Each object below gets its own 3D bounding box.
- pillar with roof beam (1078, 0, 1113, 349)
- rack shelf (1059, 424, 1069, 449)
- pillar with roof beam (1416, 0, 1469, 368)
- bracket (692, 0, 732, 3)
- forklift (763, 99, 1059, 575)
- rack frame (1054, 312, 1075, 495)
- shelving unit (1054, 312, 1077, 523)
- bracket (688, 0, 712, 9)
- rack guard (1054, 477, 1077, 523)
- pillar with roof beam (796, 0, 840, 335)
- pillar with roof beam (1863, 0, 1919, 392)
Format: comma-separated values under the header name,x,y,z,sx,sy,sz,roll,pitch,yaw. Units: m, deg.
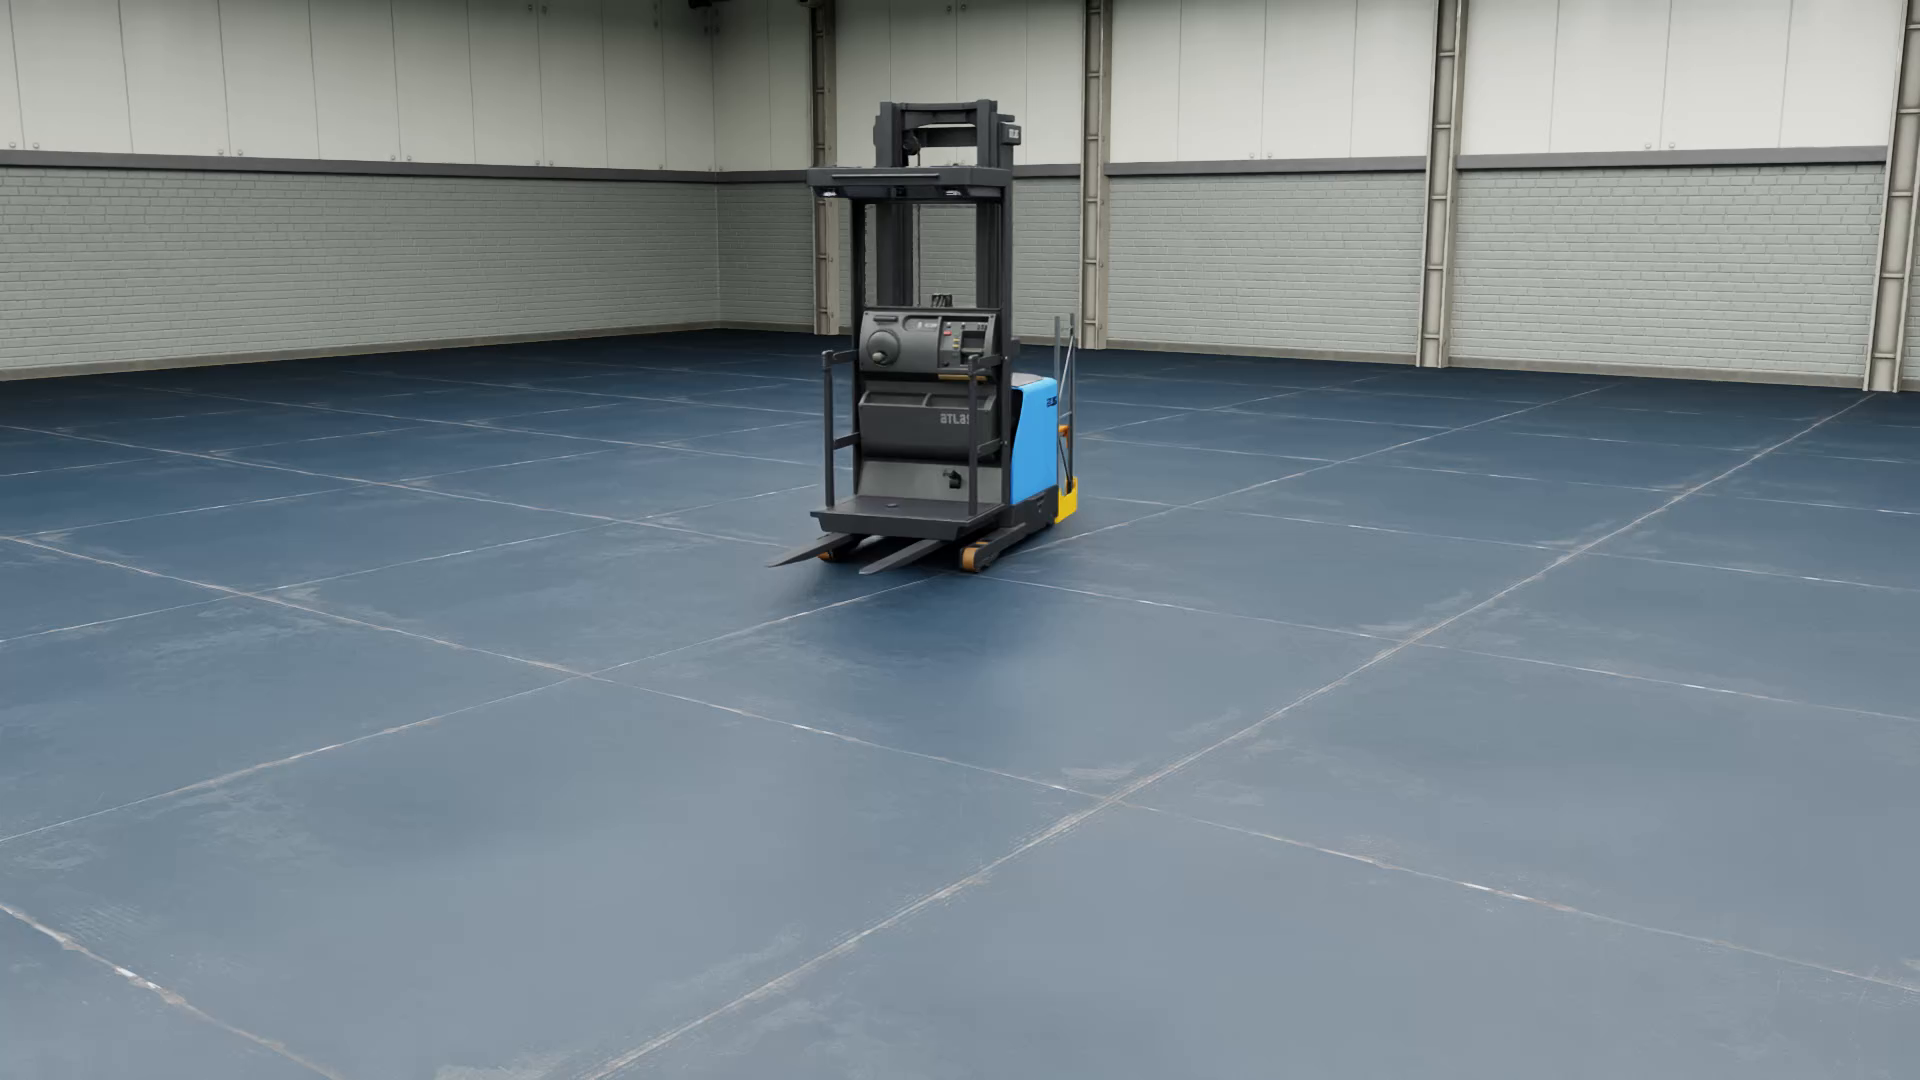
name,x,y,z,sx,sy,sz,roll,pitch,yaw
pillar with roof beam,-0.274,-7.047,24.265,0.400,9.000,9.100,8,13,36
rack shelf,0.287,-0.770,12.506,1.000,0.185,0.538,3,11,17
pillar with roof beam,4.562,-6.373,20.778,0.400,9.000,9.100,8,13,36
bracket,-4.541,-10.340,31.811,3.189,0.066,0.076,8,13,36
forklift,-0.287,-1.320,10.638,1.130,2.935,3.031,4,12,20
rack frame,0.771,-0.917,12.319,0.032,1.500,0.500,3,11,17
shelving unit,0.296,-0.946,12.469,1.083,1.500,0.587,3,11,17
bracket,-5.017,-10.407,32.154,0.430,0.232,0.235,8,13,36
rack guard,0.770,-0.303,12.437,0.087,0.250,0.587,3,11,17
pillar with roof beam,-5.110,-7.722,27.752,0.548,9.000,9.100,8,13,36
pillar with roof beam,9.398,-5.698,17.292,0.400,9.000,9.100,8,13,36
